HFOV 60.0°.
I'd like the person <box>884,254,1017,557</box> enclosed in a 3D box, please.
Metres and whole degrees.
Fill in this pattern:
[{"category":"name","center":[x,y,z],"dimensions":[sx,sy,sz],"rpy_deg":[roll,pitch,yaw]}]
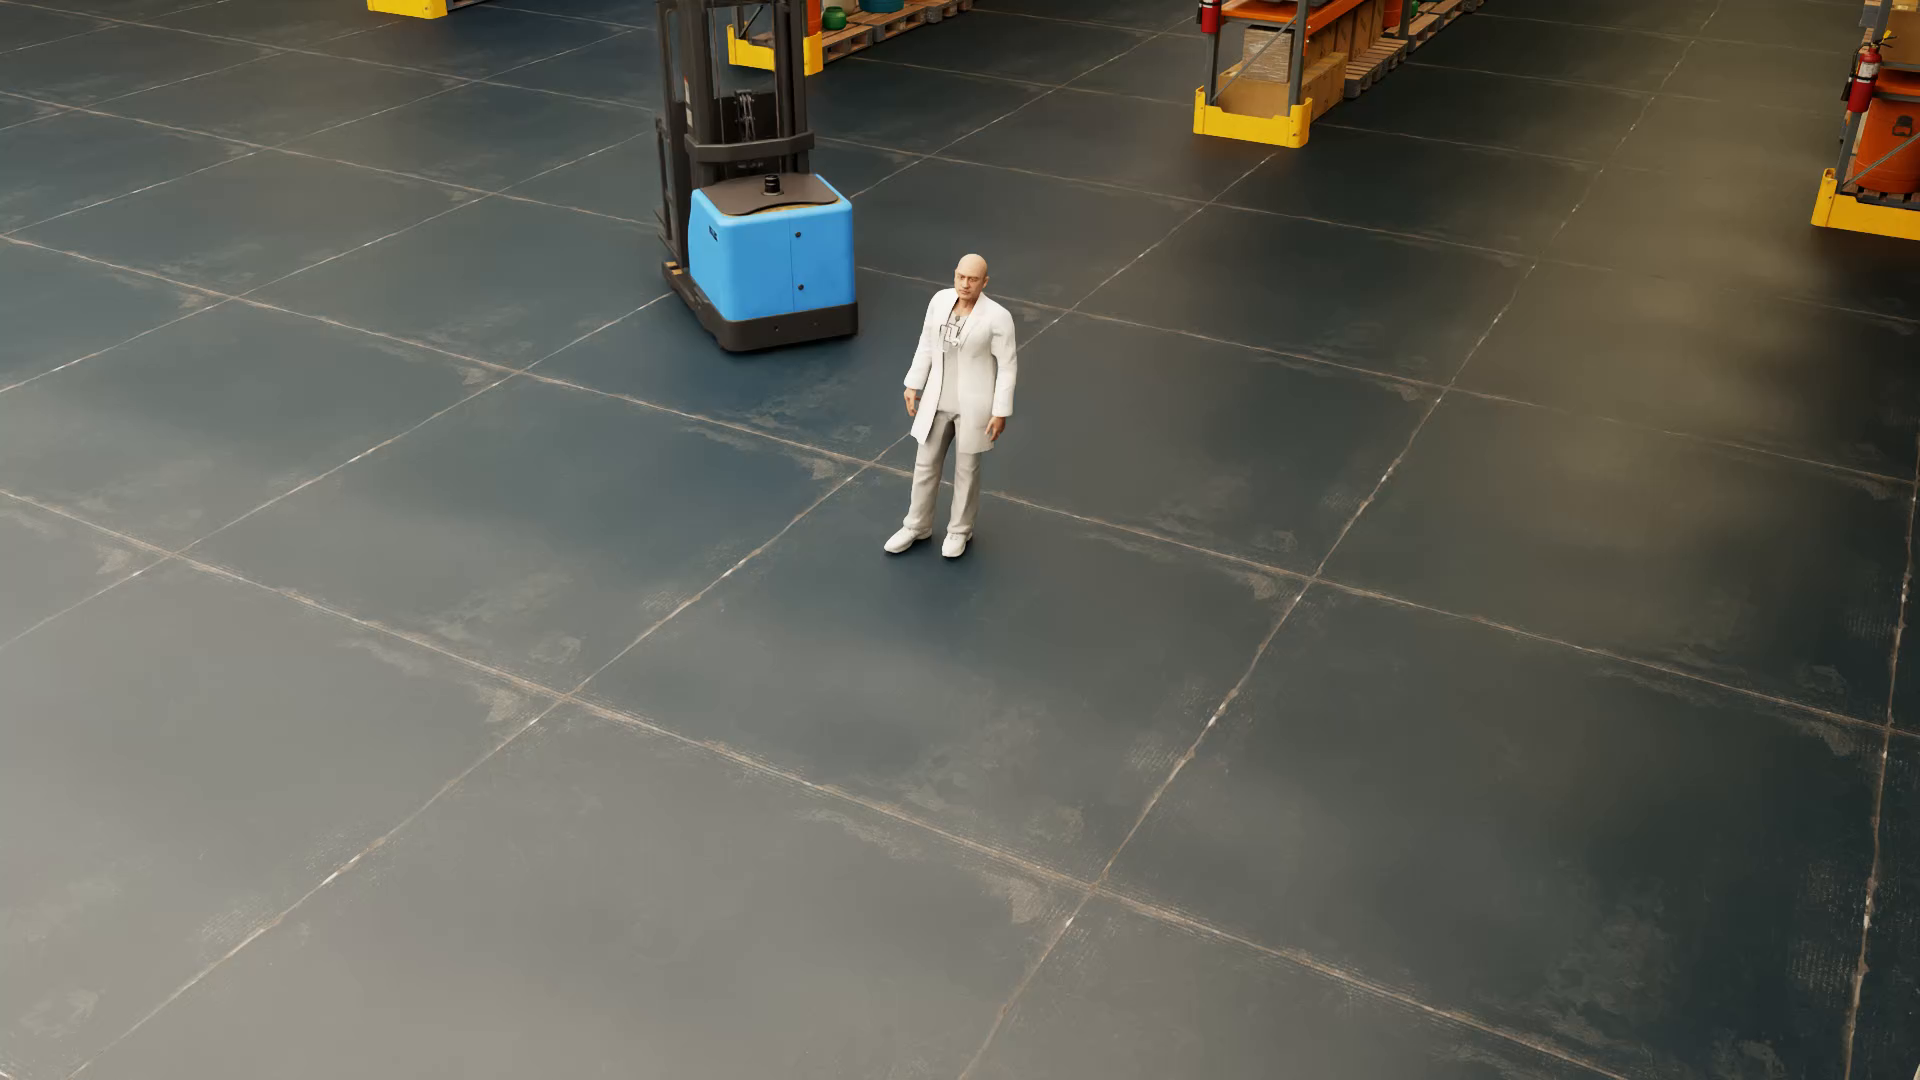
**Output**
[{"category":"person","center":[-0.048,-0.737,9.487],"dimensions":[0.698,1.777,0.578],"rpy_deg":[15,33,25]}]

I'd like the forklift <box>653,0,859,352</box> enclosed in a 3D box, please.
[{"category":"forklift","center":[-1.806,-3.377,12.923],"dimensions":[1.130,2.935,3.031],"rpy_deg":[-12,32,-20]}]
